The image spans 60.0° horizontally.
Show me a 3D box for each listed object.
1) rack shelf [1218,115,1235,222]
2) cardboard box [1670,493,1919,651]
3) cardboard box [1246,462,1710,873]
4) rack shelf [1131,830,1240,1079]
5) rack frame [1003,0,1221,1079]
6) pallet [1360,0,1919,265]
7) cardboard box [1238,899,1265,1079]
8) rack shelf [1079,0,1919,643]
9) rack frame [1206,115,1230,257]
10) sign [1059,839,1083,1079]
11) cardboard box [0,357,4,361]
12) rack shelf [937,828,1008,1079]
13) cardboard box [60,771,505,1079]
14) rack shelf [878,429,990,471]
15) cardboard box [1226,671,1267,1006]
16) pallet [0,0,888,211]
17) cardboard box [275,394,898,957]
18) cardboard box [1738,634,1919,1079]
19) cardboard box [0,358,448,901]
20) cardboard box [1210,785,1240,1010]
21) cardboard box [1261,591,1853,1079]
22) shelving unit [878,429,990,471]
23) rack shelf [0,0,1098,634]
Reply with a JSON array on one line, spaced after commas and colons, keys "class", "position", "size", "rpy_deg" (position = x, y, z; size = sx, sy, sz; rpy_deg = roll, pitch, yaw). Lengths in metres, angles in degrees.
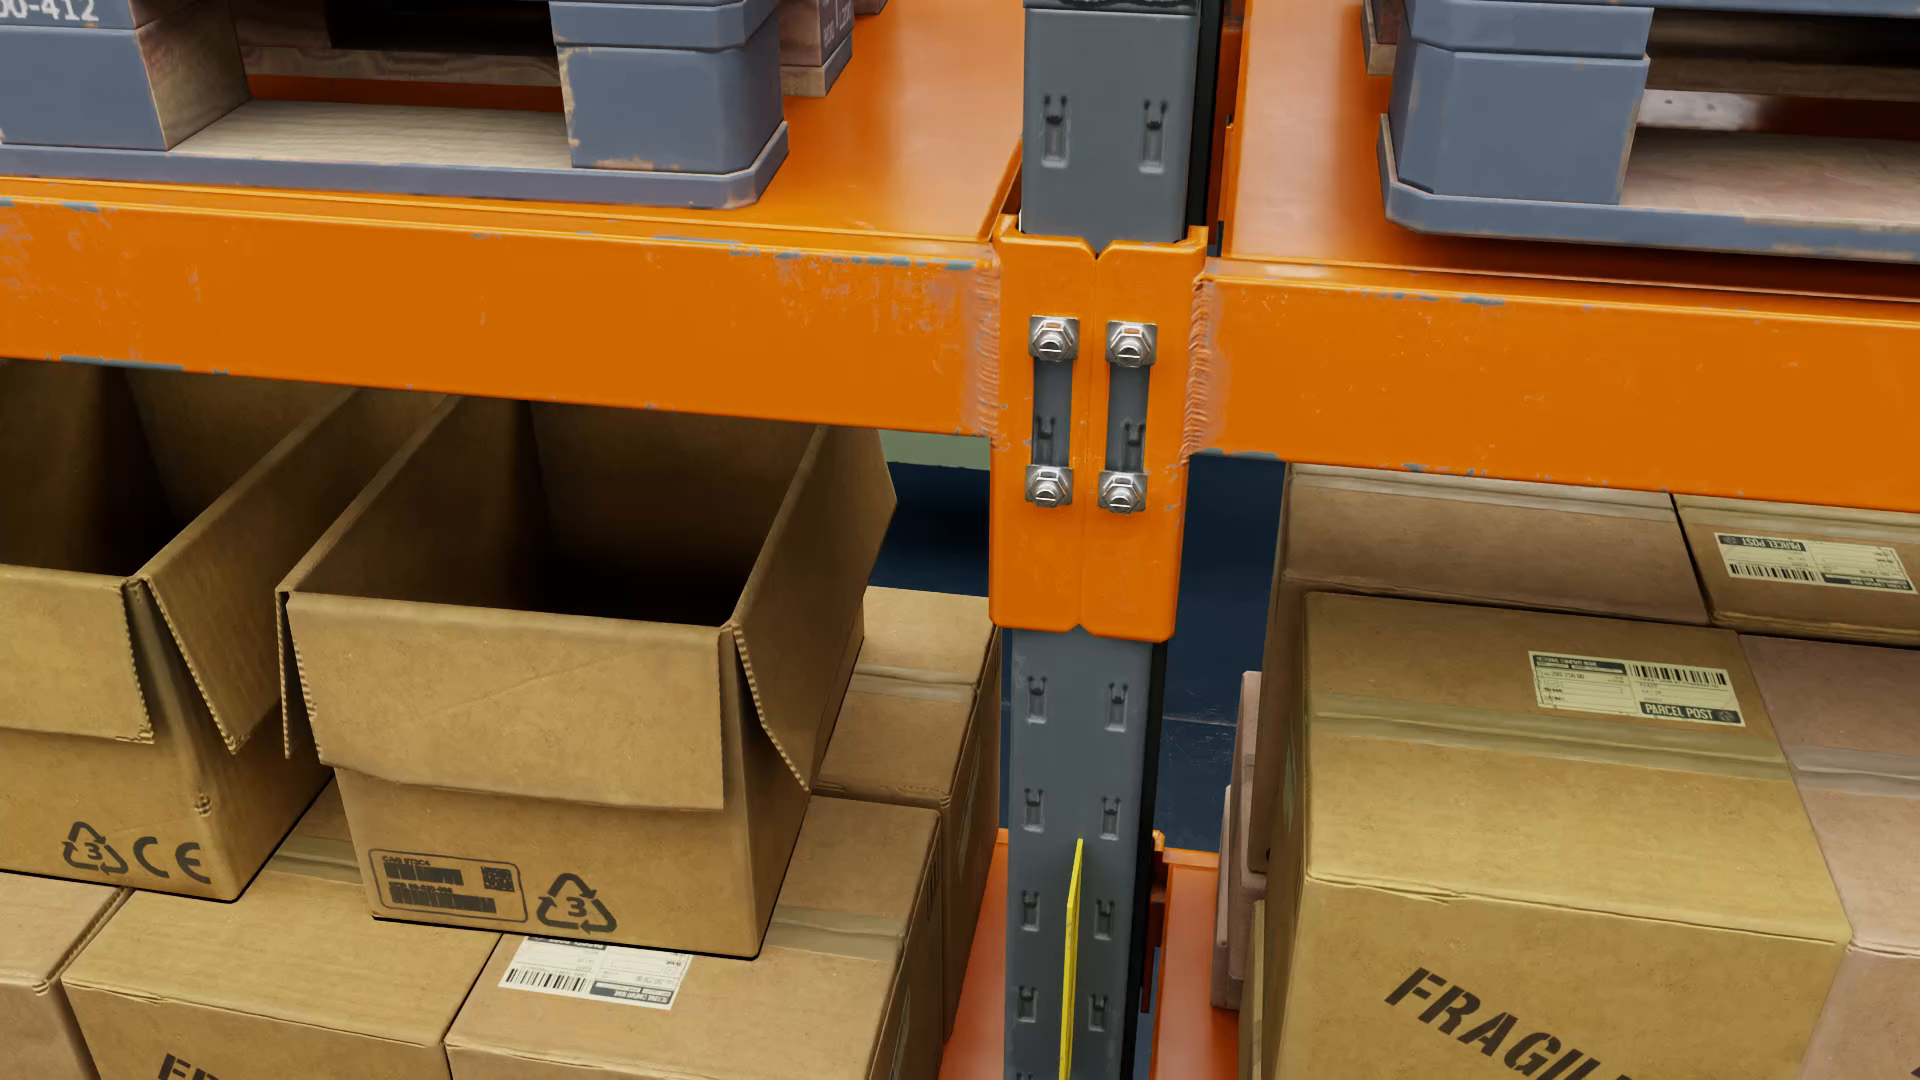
[{"class": "rack shelf", "position": [2.997, -1.481, 6.467], "size": [4.000, 0.370, 1.077], "rpy_deg": [5, 32, 8]}, {"class": "cardboard box", "position": [1.184, 0.194, 2.267], "size": [0.500, 0.500, 0.500], "rpy_deg": [5, 32, 9]}, {"class": "cardboard box", "position": [0.691, 0.147, 2.342], "size": [0.500, 0.500, 0.500], "rpy_deg": [6, 33, 10]}, {"class": "rack shelf", "position": [2.164, 1.110, 2.328], "size": [4.000, 0.370, 1.077], "rpy_deg": [5, 32, 8]}, {"class": "rack frame", "position": [0.193, 0.626, 2.422], "size": [0.127, 3.000, 1.000], "rpy_deg": [5, 32, 8]}, {"class": "pallet", "position": [0.997, -0.529, 1.525], "size": [1.213, 0.211, 1.003], "rpy_deg": [5, 32, 8]}, {"class": "cardboard box", "position": [0.612, 0.743, 2.097], "size": [0.500, 0.250, 0.500], "rpy_deg": [5, 32, 7]}, {"class": "rack shelf", "position": [2.164, -0.162, 1.532], "size": [4.000, 0.370, 1.077], "rpy_deg": [5, 32, 8]}, {"class": "rack frame", "position": [1.026, -1.964, 6.561], "size": [0.127, 3.000, 1.000], "rpy_deg": [5, 32, 8]}, {"class": "sign", "position": [0.111, 0.454, 1.681], "size": [0.005, 0.325, 0.100], "rpy_deg": [5, 32, 8]}, {"class": "cardboard box", "position": [-1.728, -0.009, 2.397], "size": [0.637, 0.503, 0.797], "rpy_deg": [6, 33, 10]}, {"class": "rack shelf", "position": [-1.779, 0.753, 2.899], "size": [4.000, 0.370, 1.077], "rpy_deg": [5, 32, 8]}, {"class": "cardboard box", "position": [-0.801, 0.637, 2.311], "size": [0.500, 0.500, 0.500], "rpy_deg": [6, 33, 10]}, {"class": "rack shelf", "position": [-0.007, -0.360, 6.026], "size": [0.720, 0.370, 0.431], "rpy_deg": [5, 32, 8]}, {"class": "cardboard box", "position": [0.672, 0.466, 2.540], "size": [0.500, 0.250, 0.500], "rpy_deg": [5, 32, 7]}, {"class": "pallet", "position": [-0.719, -0.620, 1.767], "size": [1.217, 0.209, 0.805], "rpy_deg": [4, 32, 6]}, {"class": "cardboard box", "position": [-0.438, 0.106, 2.214], "size": [0.637, 0.503, 0.797], "rpy_deg": [4, 32, 7]}, {"class": "cardboard box", "position": [1.106, 0.470, 1.826], "size": [0.500, 0.500, 0.500], "rpy_deg": [5, 32, 8]}, {"class": "cardboard box", "position": [-1.113, 0.039, 2.322], "size": [0.637, 0.503, 0.797], "rpy_deg": [6, 32, 9]}, {"class": "cardboard box", "position": [0.548, 0.589, 2.719], "size": [0.250, 0.149, 0.380], "rpy_deg": [5, 32, 8]}, {"class": "cardboard box", "position": [0.622, 0.422, 1.902], "size": [0.500, 0.500, 0.500], "rpy_deg": [5, 32, 8]}, {"class": "shelving unit", "position": [-0.007, -0.636, 5.853], "size": [0.755, 1.500, 0.431], "rpy_deg": [5, 32, 8]}, {"class": "rack shelf", "position": [-1.779, -0.519, 2.103], "size": [4.000, 0.370, 1.077], "rpy_deg": [5, 32, 8]}]
